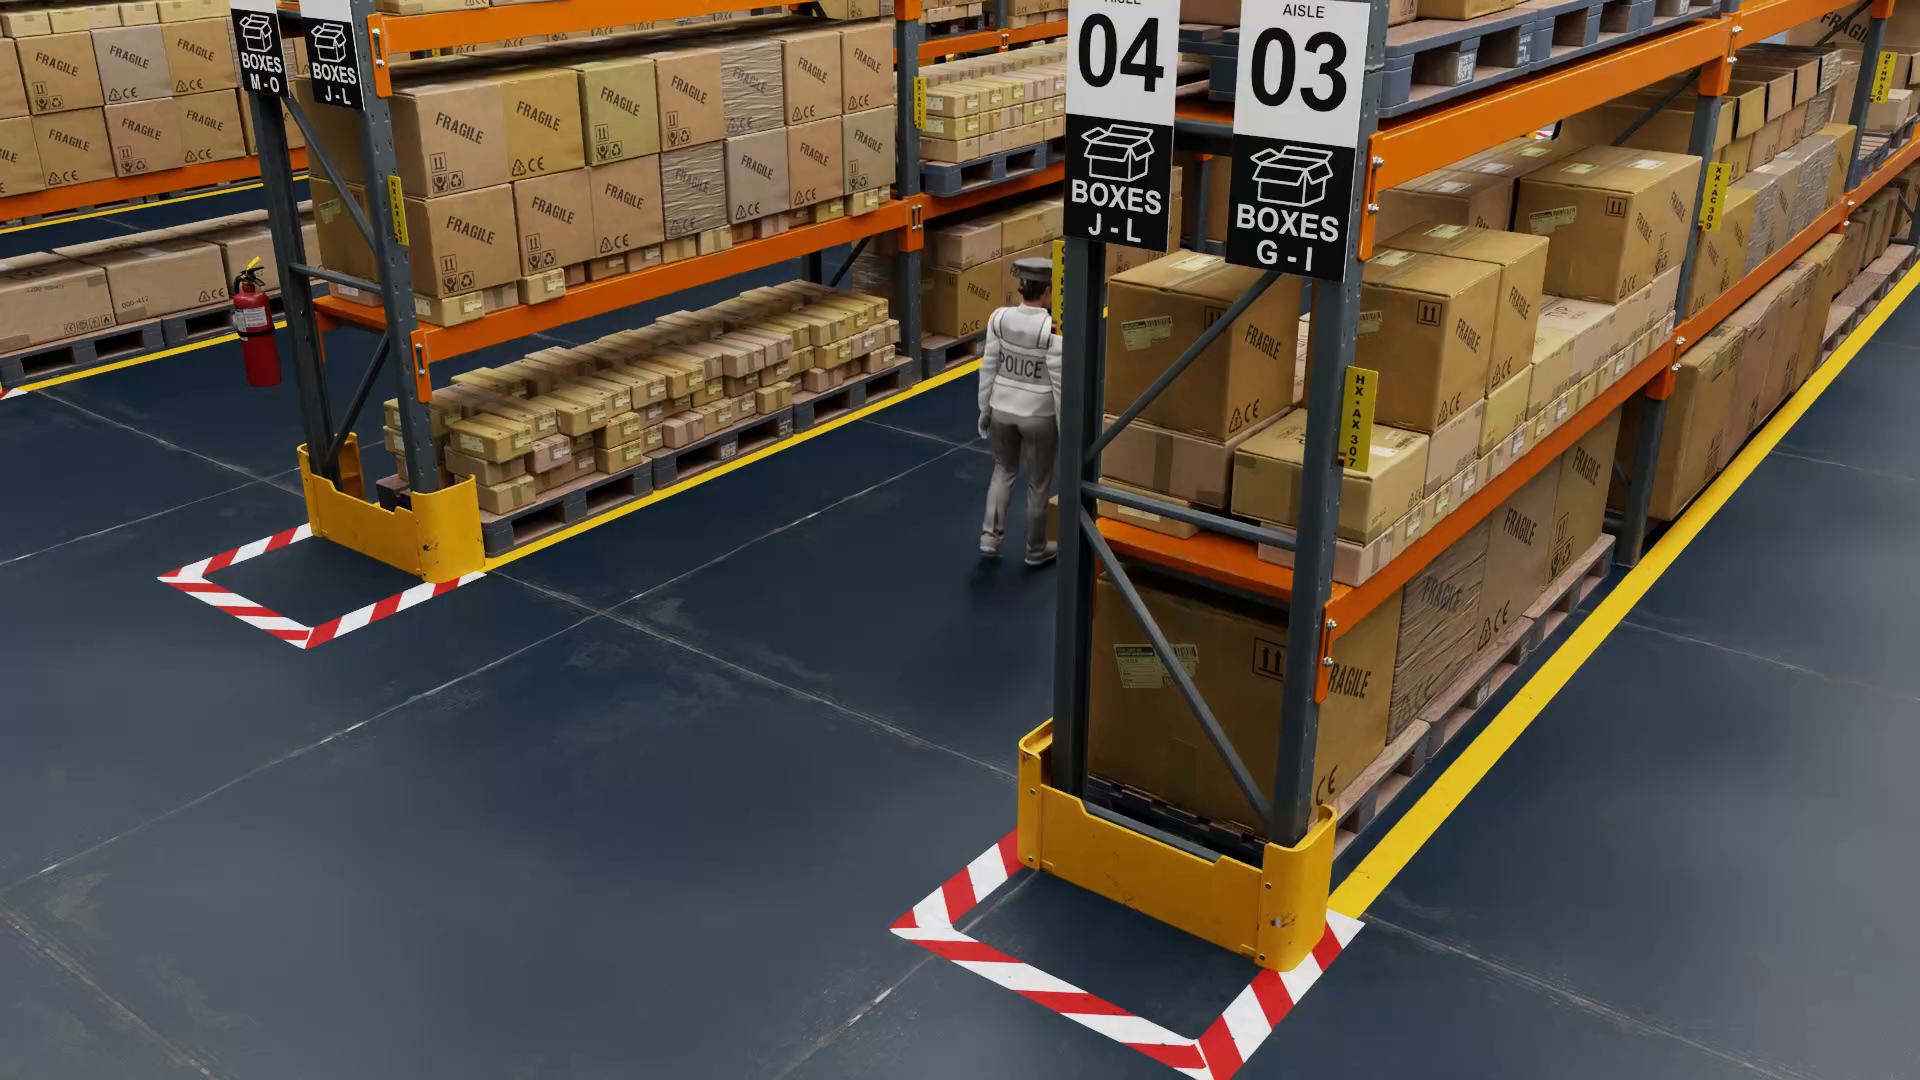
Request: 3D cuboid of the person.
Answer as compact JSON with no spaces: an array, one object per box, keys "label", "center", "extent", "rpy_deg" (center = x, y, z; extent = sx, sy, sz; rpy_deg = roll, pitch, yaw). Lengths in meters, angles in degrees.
[{"label":"person","center":[0.365,-0.631,8.510],"extent":[0.529,1.688,0.450],"rpy_deg":[13,27,26]}]
